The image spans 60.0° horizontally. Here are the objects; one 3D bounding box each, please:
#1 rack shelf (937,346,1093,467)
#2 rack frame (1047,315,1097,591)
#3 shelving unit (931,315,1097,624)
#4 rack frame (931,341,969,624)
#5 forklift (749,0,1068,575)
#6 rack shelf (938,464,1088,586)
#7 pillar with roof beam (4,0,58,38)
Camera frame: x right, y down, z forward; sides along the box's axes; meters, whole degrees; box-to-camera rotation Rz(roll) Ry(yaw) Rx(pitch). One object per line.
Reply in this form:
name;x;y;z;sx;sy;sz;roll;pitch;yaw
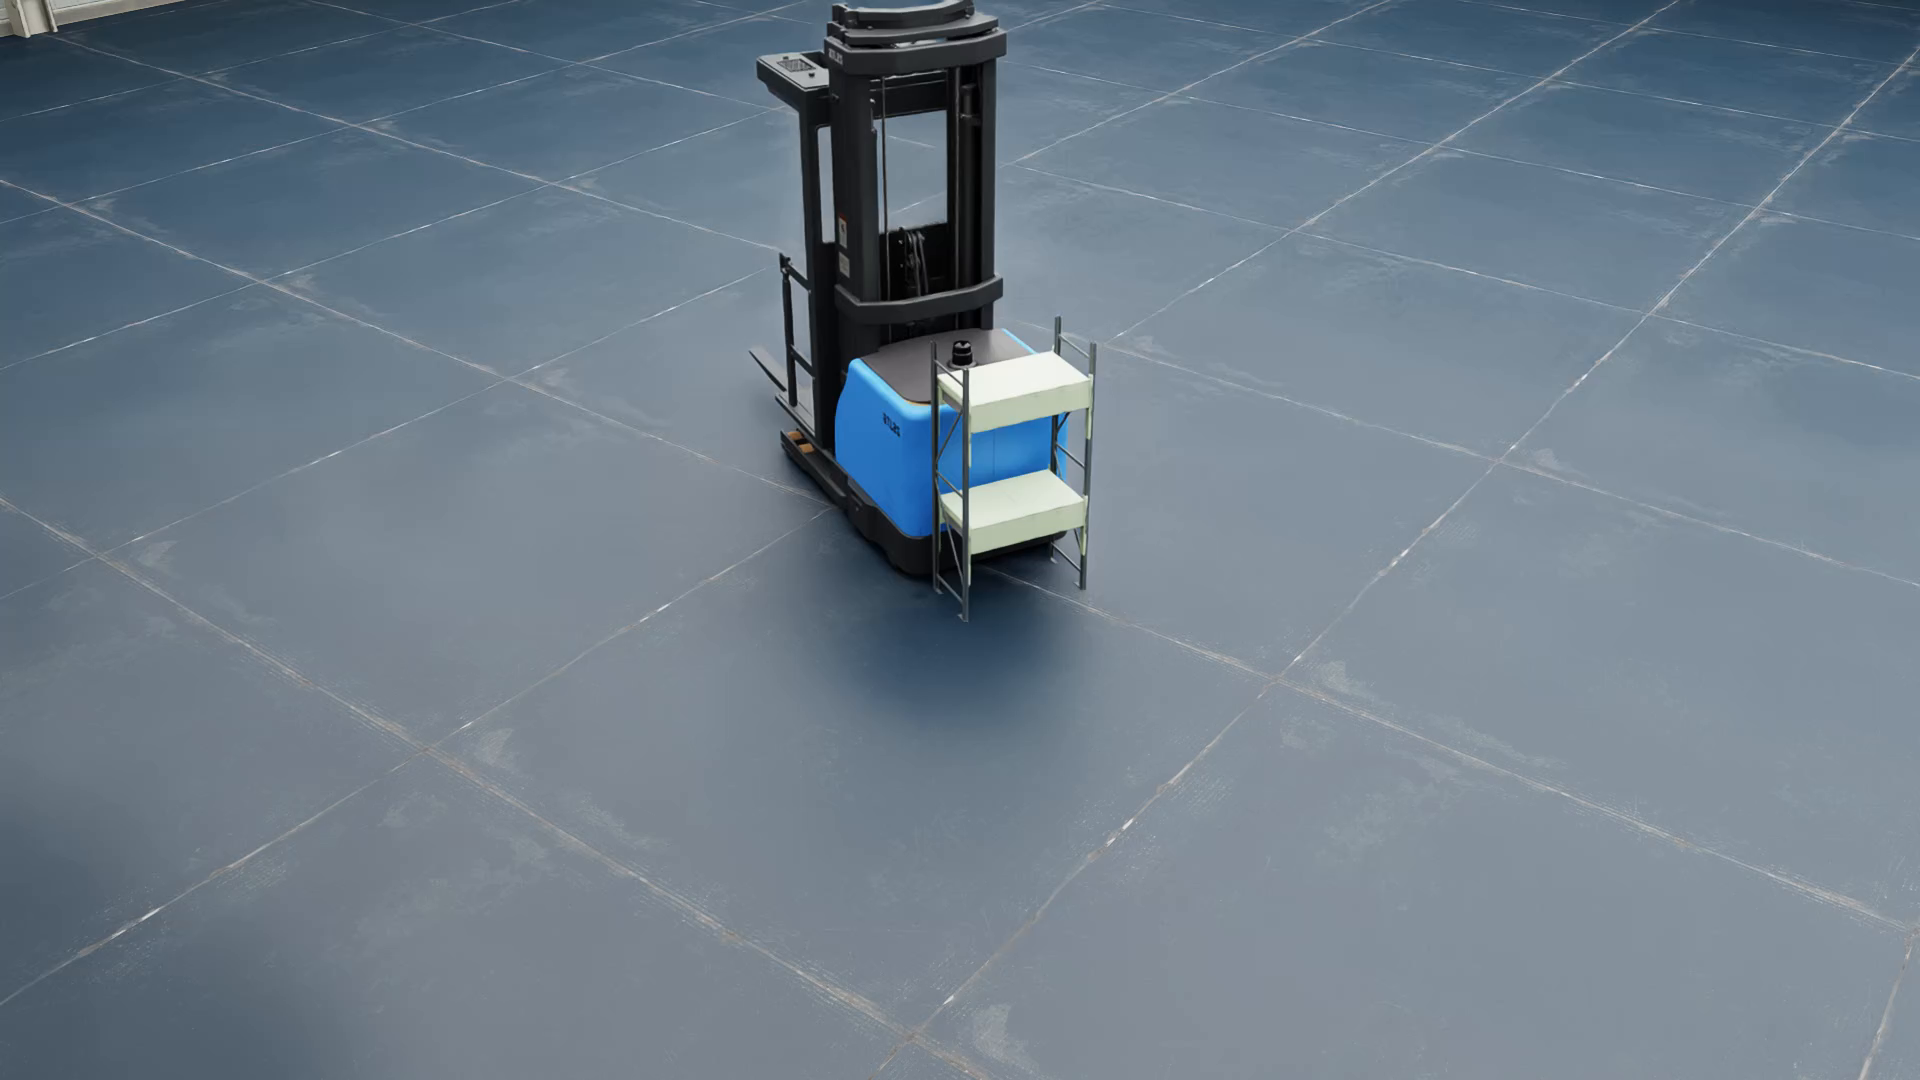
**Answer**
rack shelf;0.275;-0.706;8.704;0.720;0.370;0.431;-14;34;-23
rack frame;0.602;-0.454;9.044;0.023;1.500;0.400;-14;34;-23
shelving unit;0.275;-0.370;8.903;0.755;1.500;0.431;-14;34;-23
rack frame;-0.053;-0.286;8.762;0.023;1.500;0.400;-14;34;-23
forklift;-0.489;-1.795;9.904;1.130;2.935;3.031;-14;34;-23
rack shelf;0.274;-0.090;9.069;0.720;0.370;0.431;-14;34;-23
pillar with roof beam;-7.742;-8.681;15.572;9.100;9.000;0.400;21;37;31
